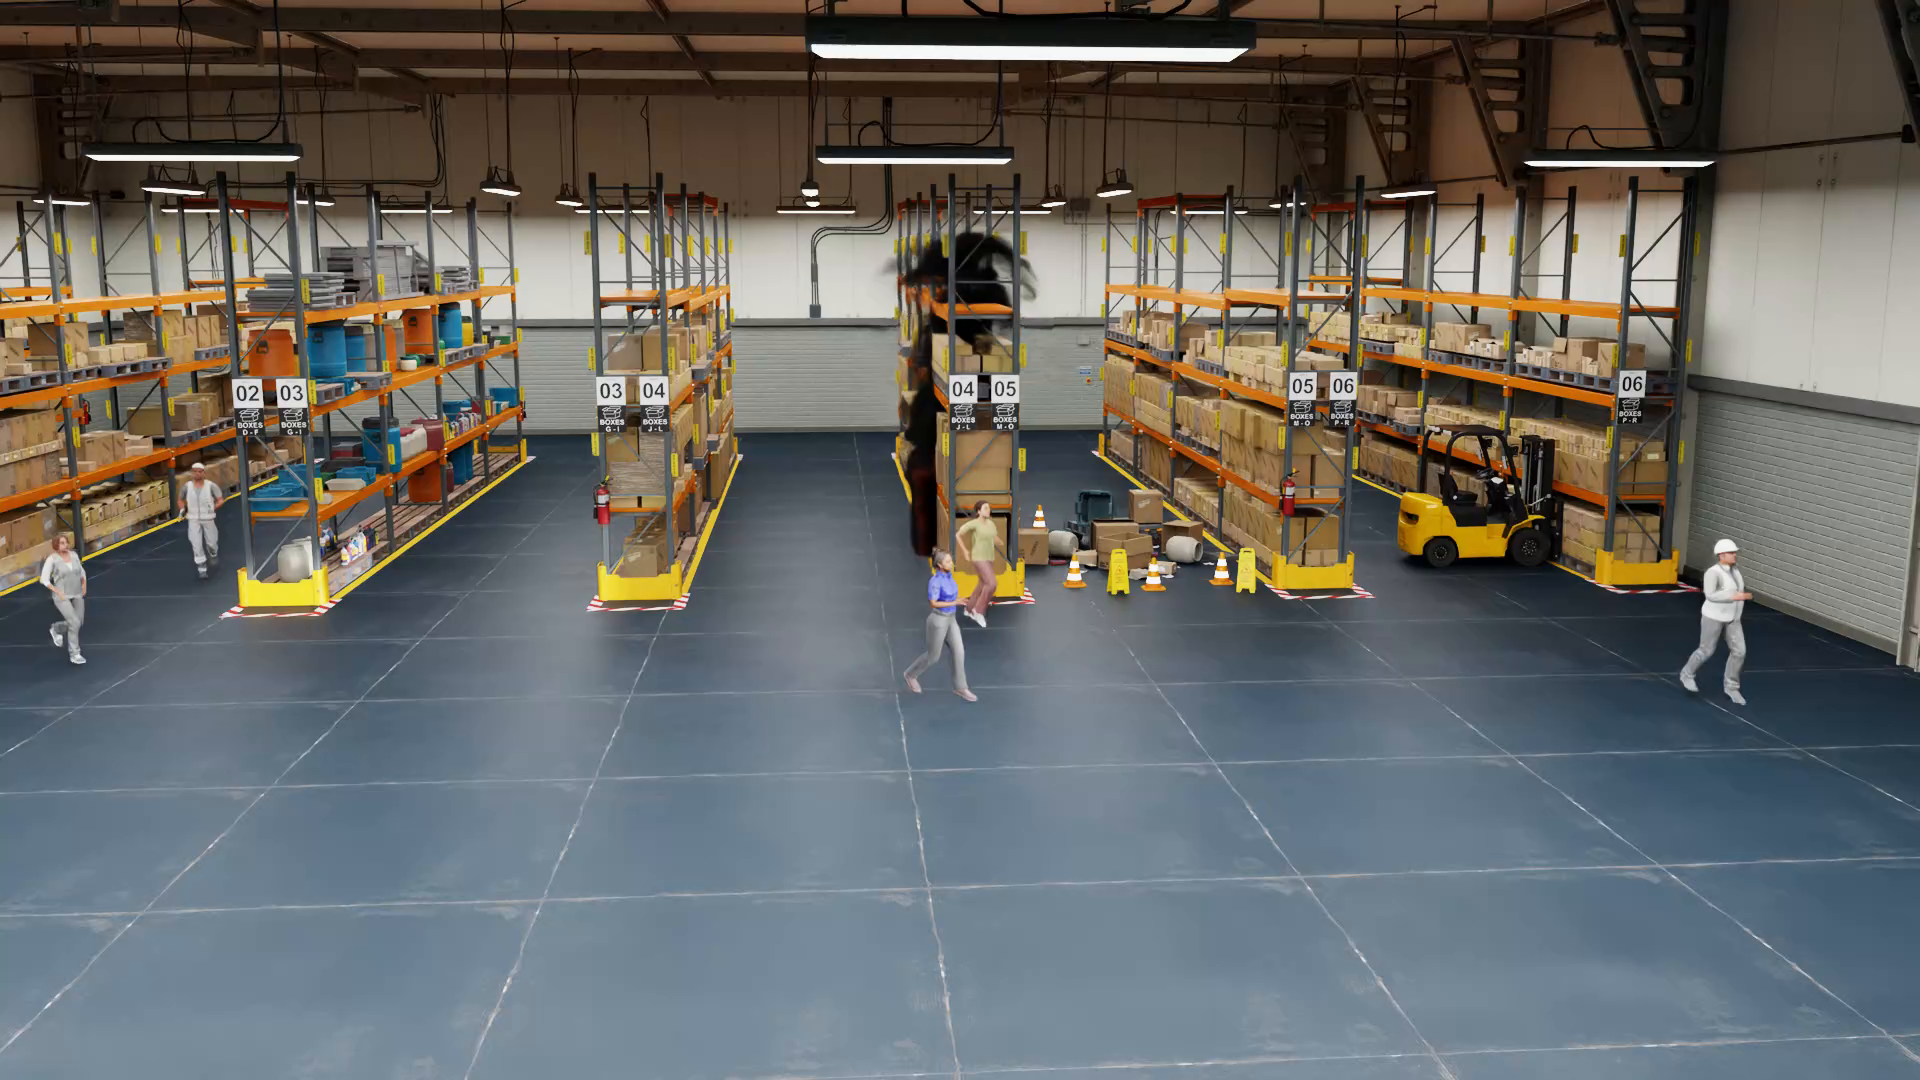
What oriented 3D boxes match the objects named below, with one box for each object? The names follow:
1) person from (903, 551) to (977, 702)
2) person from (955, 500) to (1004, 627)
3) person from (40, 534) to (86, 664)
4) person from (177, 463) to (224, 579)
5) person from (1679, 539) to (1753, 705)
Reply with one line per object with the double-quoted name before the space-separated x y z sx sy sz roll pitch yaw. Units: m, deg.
"person" -0.218 0.946 18.494 0.900 1.649 0.604 5 11 28
"person" 0.307 0.301 22.204 0.685 1.684 0.554 8 13 39
"person" -10.908 0.710 20.233 0.646 1.566 0.536 6 12 30
"person" -11.604 -0.309 25.437 0.663 1.747 0.780 -3 11 -18
"person" 8.449 0.898 18.513 0.645 1.847 0.808 -5 11 -26
